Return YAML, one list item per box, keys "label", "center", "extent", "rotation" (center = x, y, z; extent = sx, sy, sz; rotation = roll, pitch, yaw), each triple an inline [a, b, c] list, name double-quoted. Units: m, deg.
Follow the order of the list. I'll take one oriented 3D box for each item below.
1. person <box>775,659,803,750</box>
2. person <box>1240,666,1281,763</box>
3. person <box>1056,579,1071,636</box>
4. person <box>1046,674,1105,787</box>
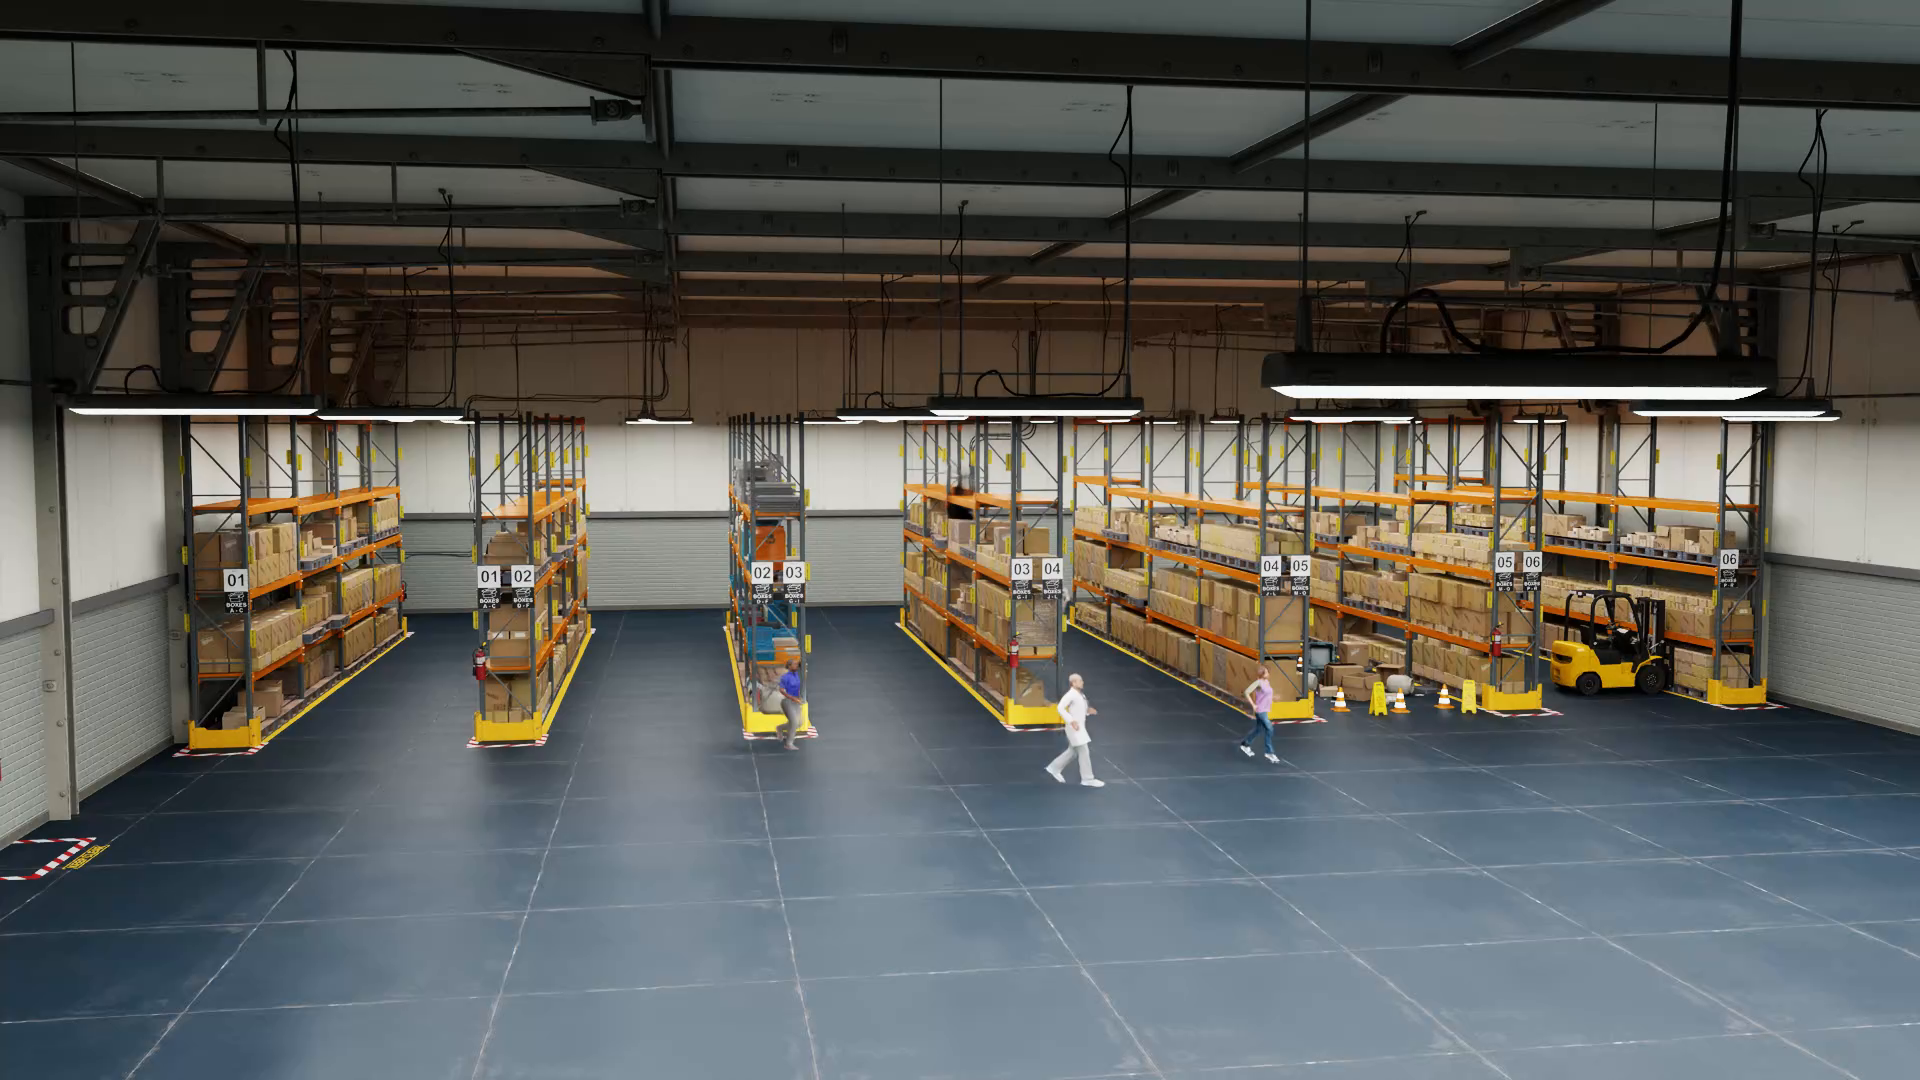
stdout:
- label: "person"
  center: [-3.036, 2.919, 29.681]
  extent: [0.589, 1.617, 0.622]
  rotation: [2, 4, 26]
- label: "person"
  center: [5.154, 2.969, 28.526]
  extent: [0.754, 1.632, 0.517]
  rotation: [2, 4, 29]
- label: "person"
  center: [2.695, 1.836, 44.834]
  extent: [0.589, 1.674, 0.624]
  rotation: [0, 4, -7]
- label: "person"
  center: [1.832, 3.009, 26.435]
  extent: [0.961, 1.768, 0.715]
  rotation: [1, 4, 12]
